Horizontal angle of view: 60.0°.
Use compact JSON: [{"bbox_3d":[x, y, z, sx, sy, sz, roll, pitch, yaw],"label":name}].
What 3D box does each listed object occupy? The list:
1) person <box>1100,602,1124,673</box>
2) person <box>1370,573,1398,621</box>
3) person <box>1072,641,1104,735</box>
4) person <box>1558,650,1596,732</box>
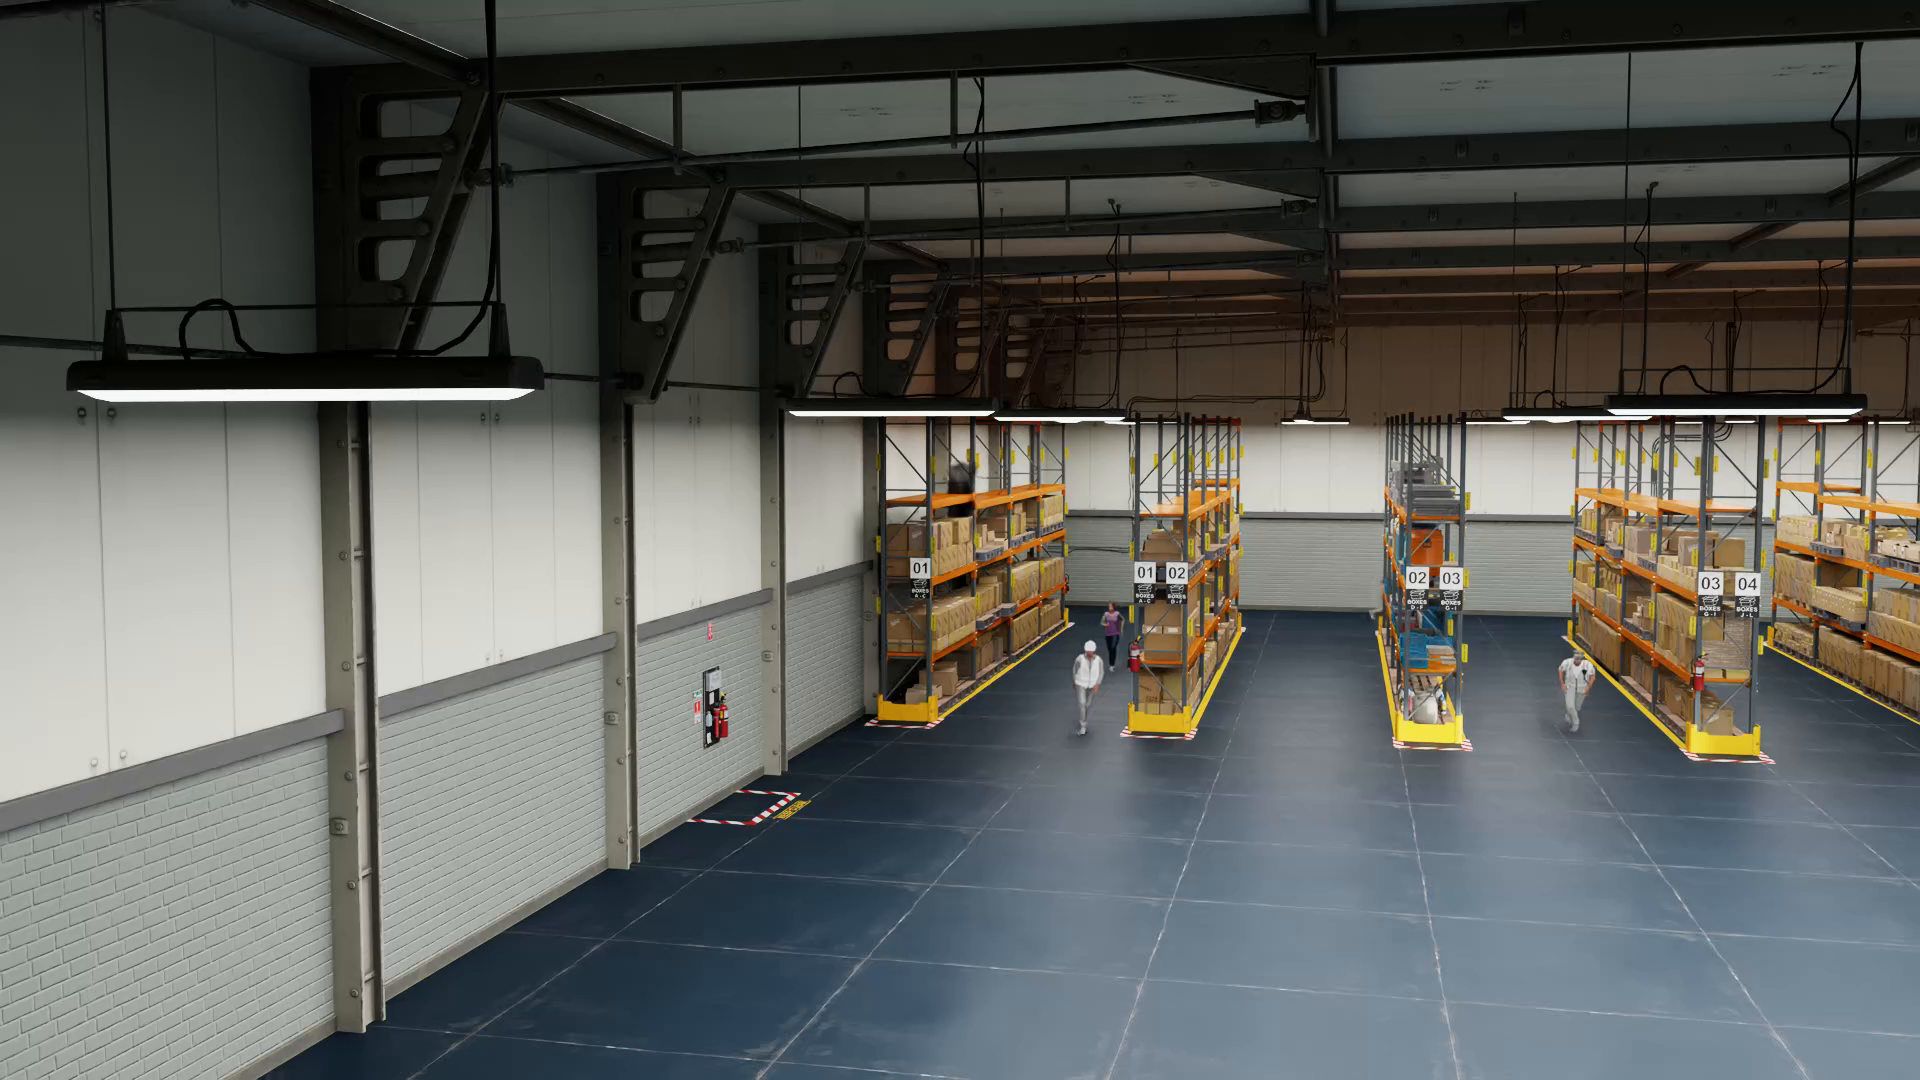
[{"bbox_3d":[3.582,2.258,39.136,0.525,1.626,0.823,1,4,16],"label":"person"},{"bbox_3d":[12.440,1.686,48.460,0.660,1.551,0.998,-4,5,-44],"label":"person"},{"bbox_3d":[2.383,2.735,31.387,0.594,1.719,1.017,-1,4,-16],"label":"person"},{"bbox_3d":[11.679,2.819,31.530,0.659,1.571,1.067,1,4,15],"label":"person"}]
